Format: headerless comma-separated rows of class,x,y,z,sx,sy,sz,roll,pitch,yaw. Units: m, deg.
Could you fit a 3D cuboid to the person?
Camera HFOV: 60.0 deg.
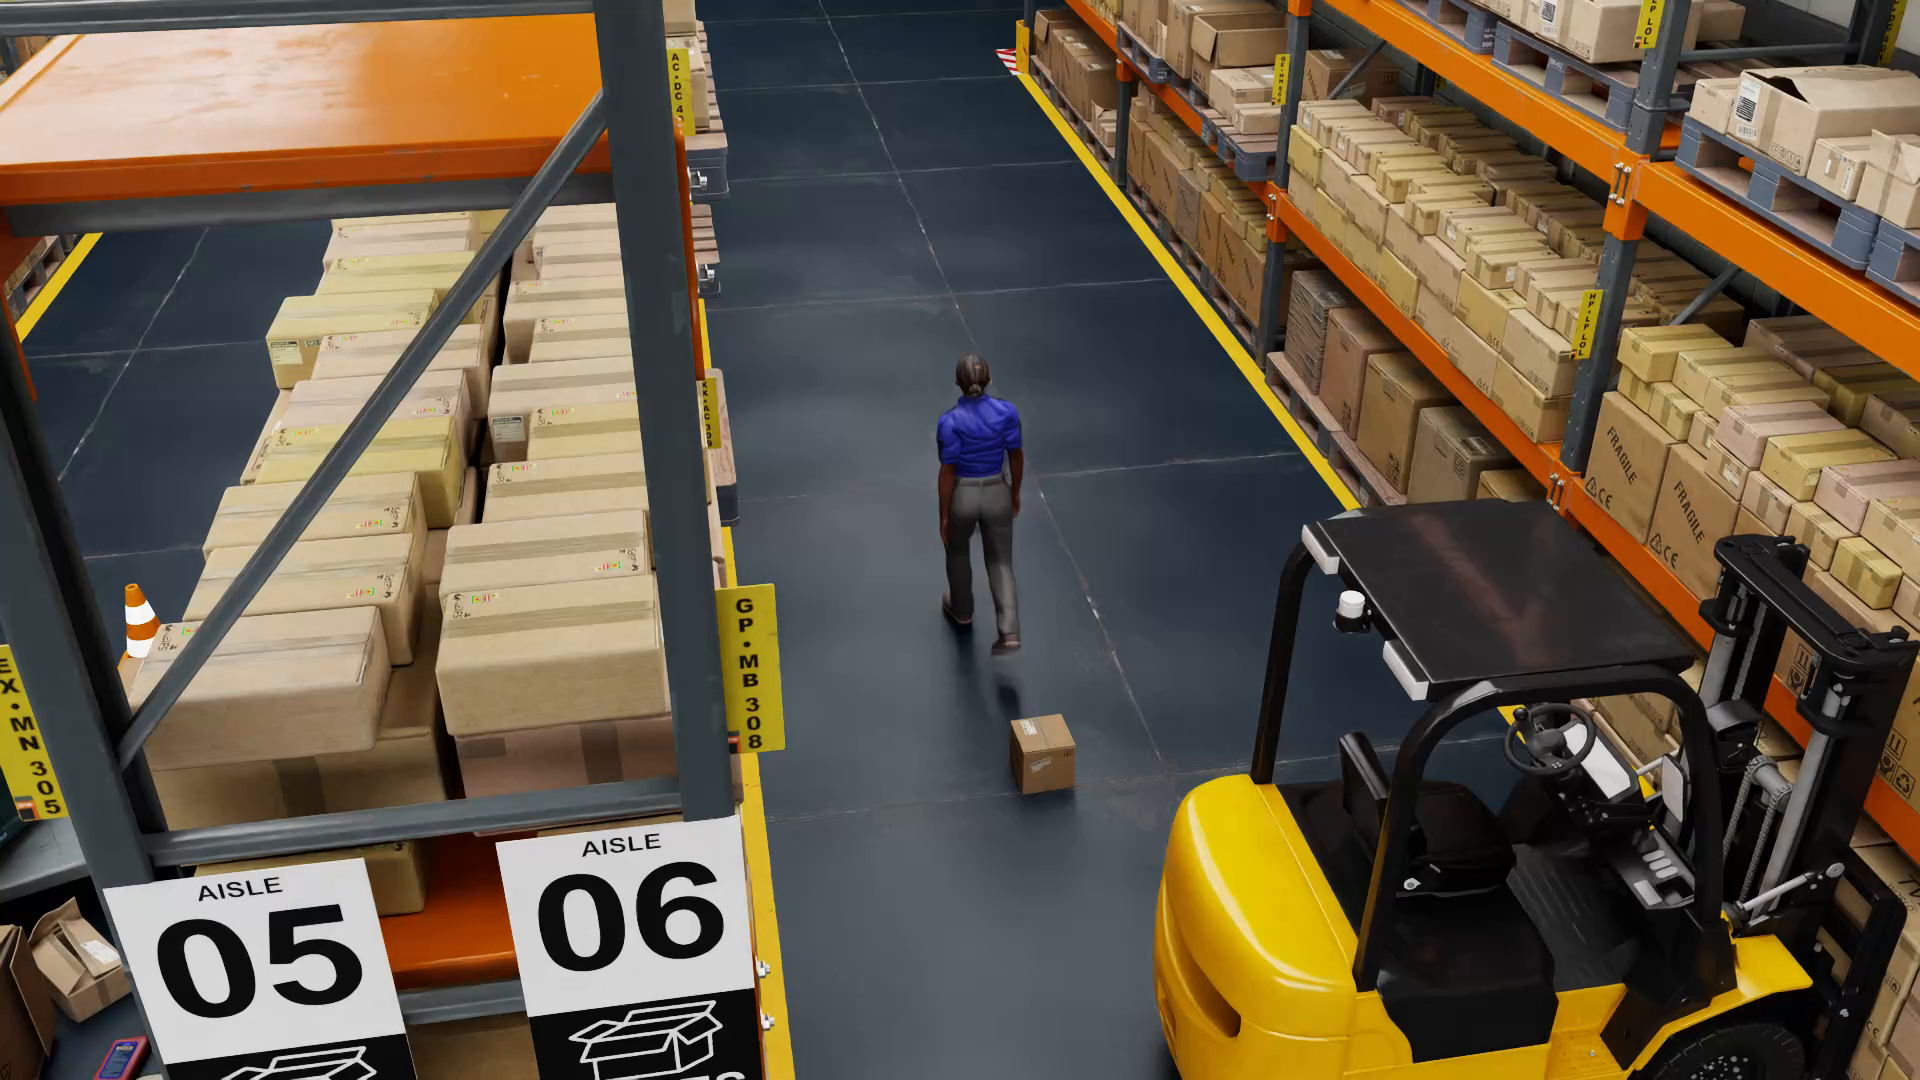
person,0.117,-0.169,8.406,0.459,1.617,0.877,-7,32,-12
